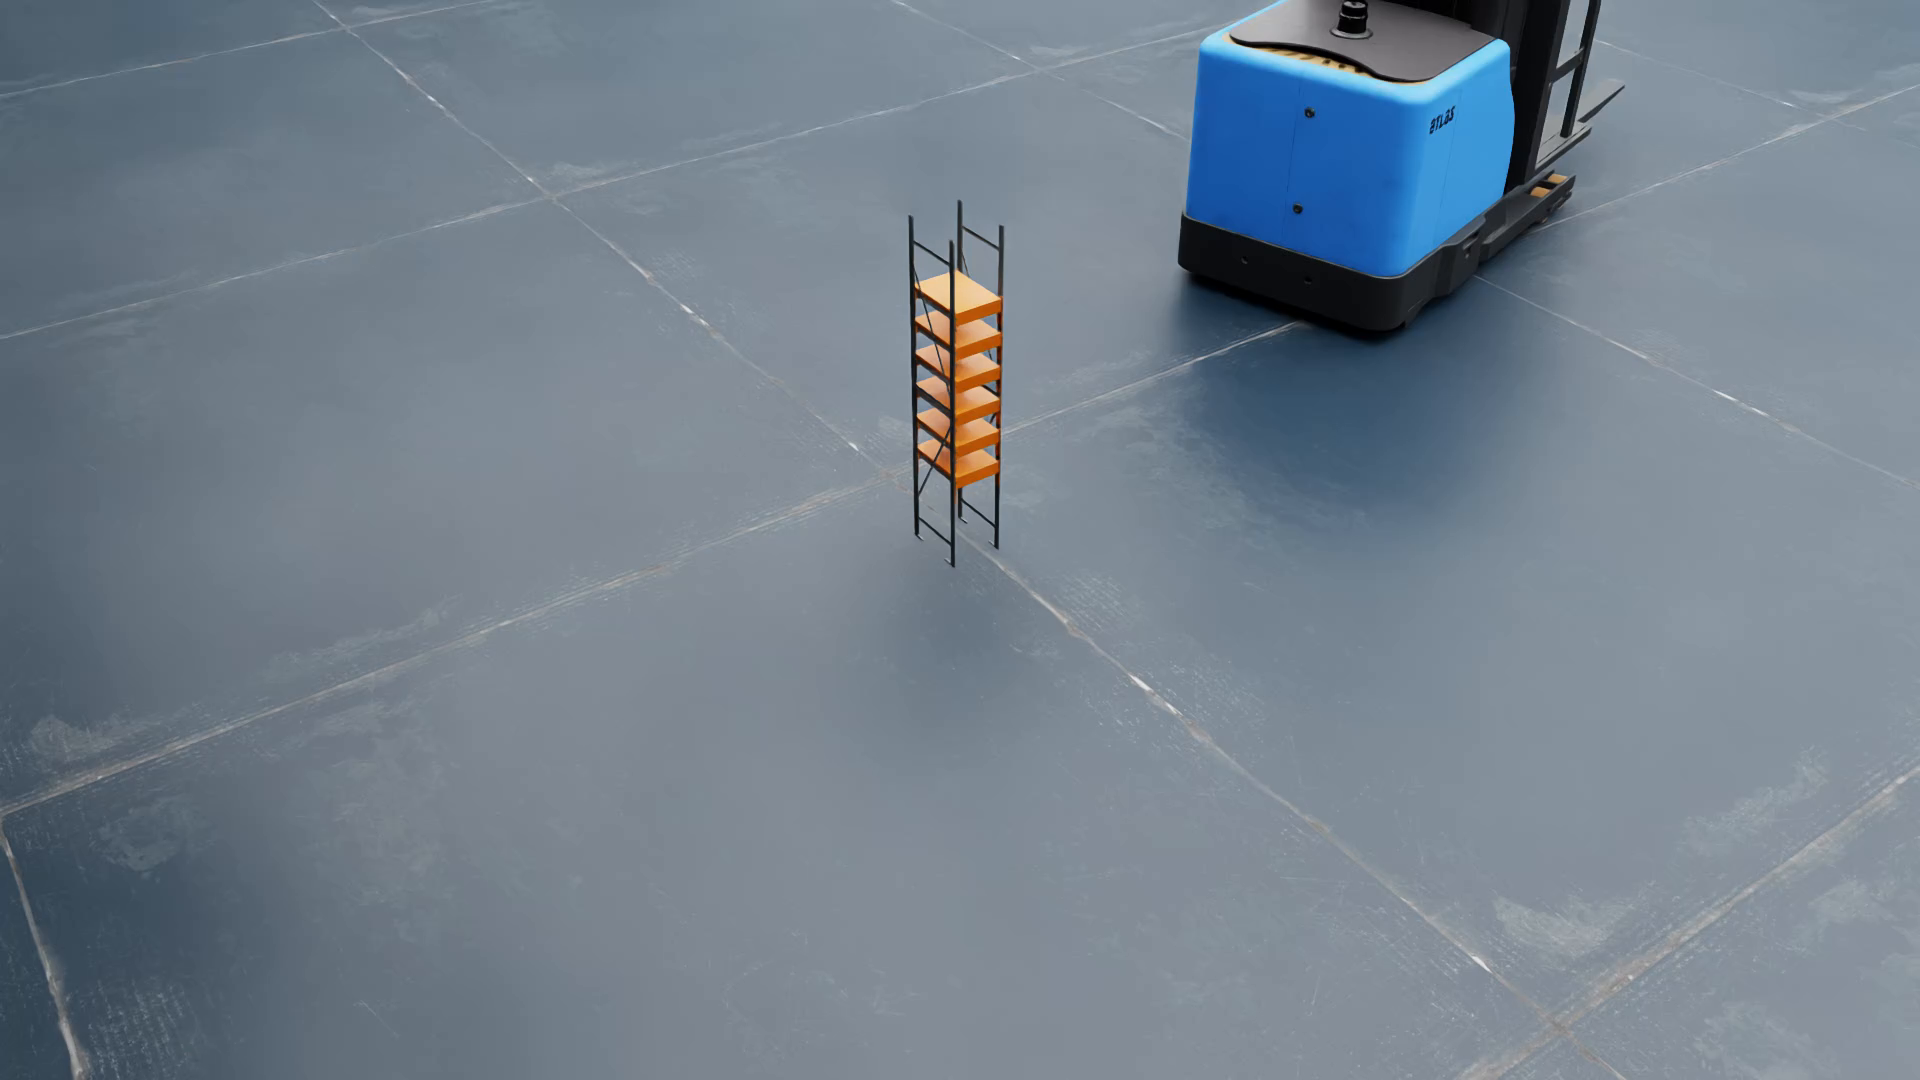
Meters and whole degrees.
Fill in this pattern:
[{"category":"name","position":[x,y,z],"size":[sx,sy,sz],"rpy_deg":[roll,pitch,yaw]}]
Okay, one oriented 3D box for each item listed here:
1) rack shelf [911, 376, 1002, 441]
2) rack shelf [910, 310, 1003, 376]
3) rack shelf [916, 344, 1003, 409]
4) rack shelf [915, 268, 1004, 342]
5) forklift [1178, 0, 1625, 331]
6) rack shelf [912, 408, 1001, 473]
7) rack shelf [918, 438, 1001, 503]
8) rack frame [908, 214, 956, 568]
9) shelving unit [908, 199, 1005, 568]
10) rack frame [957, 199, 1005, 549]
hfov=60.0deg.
[{"category":"rack shelf","position":[-0.012,-0.446,5.419],"size":[0.180,0.103,0.258],"rpy_deg":[-22,41,-28]},{"category":"rack shelf","position":[-0.012,-0.641,5.279],"size":[0.180,0.103,0.258],"rpy_deg":[-22,41,-28]},{"category":"rack shelf","position":[-0.012,-0.544,5.349],"size":[0.180,0.103,0.258],"rpy_deg":[-22,41,-28]},{"category":"rack shelf","position":[-0.012,-0.738,5.209],"size":[0.180,0.103,0.258],"rpy_deg":[-22,41,-28]},{"category":"forklift","position":[2.274,-2.842,7.192],"size":[1.130,2.935,3.031],"rpy_deg":[25,43,31]},{"category":"rack shelf","position":[-0.012,-0.349,5.489],"size":[0.180,0.103,0.258],"rpy_deg":[-22,41,-28]},{"category":"rack shelf","position":[-0.012,-0.251,5.559],"size":[0.180,0.103,0.258],"rpy_deg":[-22,41,-28]},{"category":"rack frame","position":[-0.087,-0.451,5.350],"size":[0.006,1.200,0.240],"rpy_deg":[-22,41,-28]},{"category":"shelving unit","position":[-0.012,-0.482,5.393],"size":[0.189,1.200,0.258],"rpy_deg":[-22,41,-28]},{"category":"rack frame","position":[0.063,-0.513,5.436],"size":[0.006,1.200,0.240],"rpy_deg":[-22,41,-28]}]
